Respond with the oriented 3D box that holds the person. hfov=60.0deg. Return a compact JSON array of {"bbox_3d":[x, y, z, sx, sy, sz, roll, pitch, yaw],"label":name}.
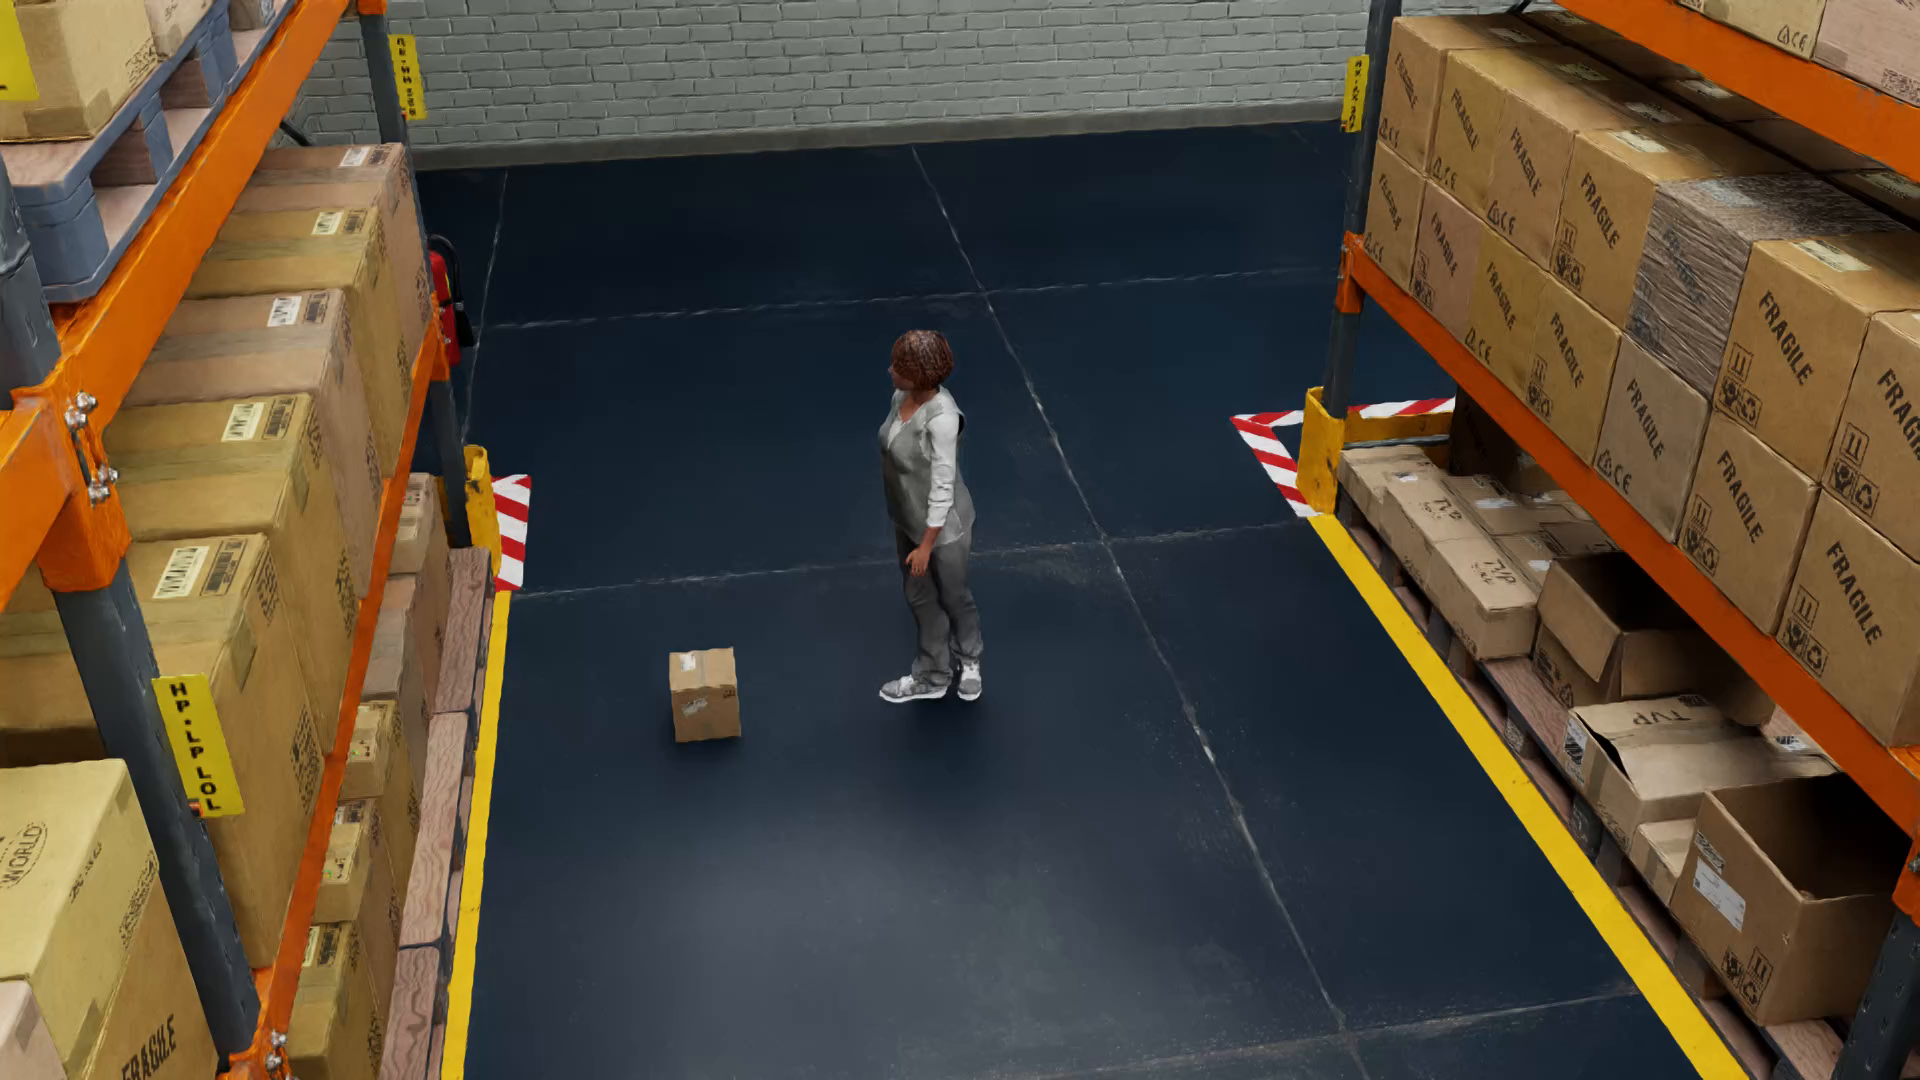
[{"bbox_3d":[-0.080,-0.063,6.237,0.448,1.605,0.420,-19,36,-28],"label":"person"}]
